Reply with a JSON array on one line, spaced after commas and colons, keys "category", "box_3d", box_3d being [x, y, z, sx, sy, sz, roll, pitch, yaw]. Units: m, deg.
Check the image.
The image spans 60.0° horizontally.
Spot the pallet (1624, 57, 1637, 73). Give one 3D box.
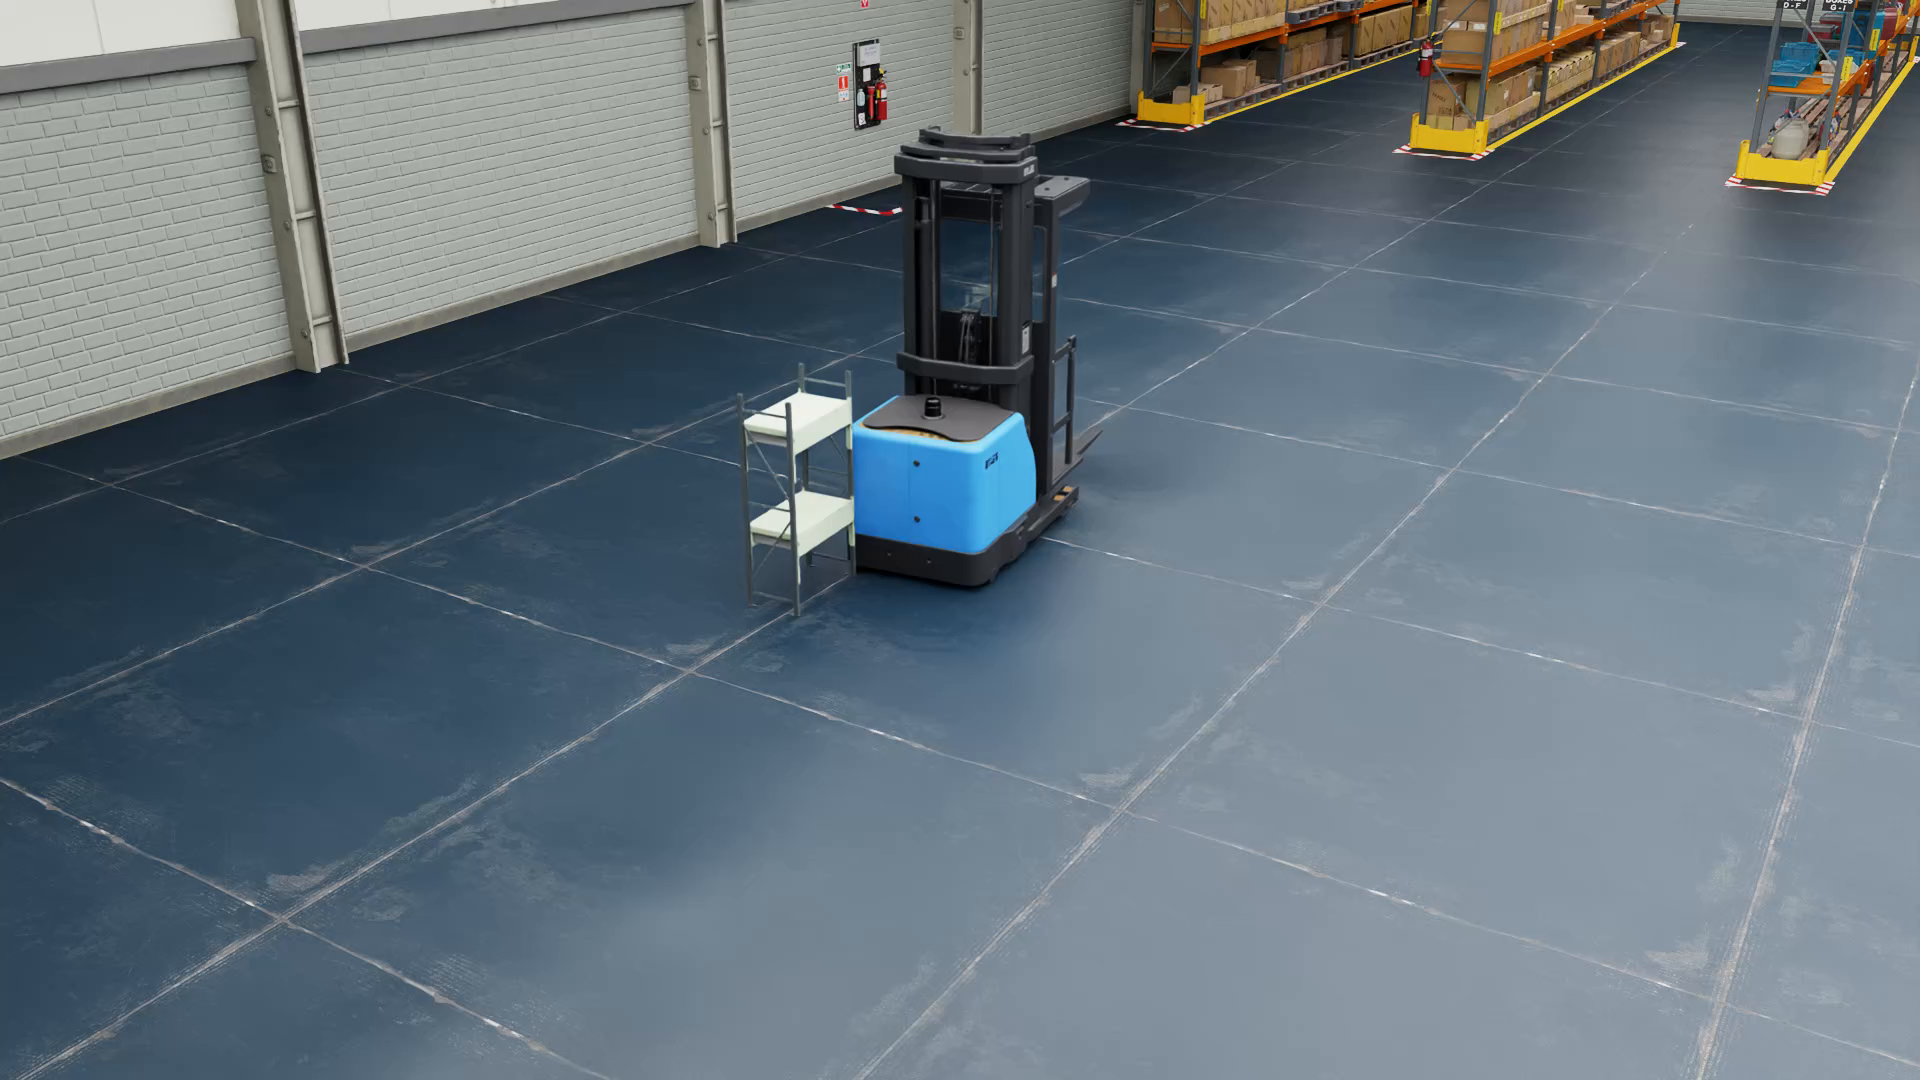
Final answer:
[{"category": "pallet", "box_3d": [13.803, -10.184, 35.509, 1.003, 0.211, 1.213, 14, 27, 29]}]

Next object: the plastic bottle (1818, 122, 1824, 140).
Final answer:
[{"category": "plastic bottle", "box_3d": [13.640, -6.479, 26.305, 0.061, 0.283, 0.133, 14, 27, 29]}]

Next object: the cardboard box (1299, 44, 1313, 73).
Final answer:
[{"category": "cardboard box", "box_3d": [6.678, -9.738, 33.562, 0.700, 0.500, 0.500, 14, 27, 30]}]

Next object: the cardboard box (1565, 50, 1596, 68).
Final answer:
[{"category": "cardboard box", "box_3d": [12.023, -9.356, 32.312, 0.500, 0.311, 0.500, 15, 27, 30]}]

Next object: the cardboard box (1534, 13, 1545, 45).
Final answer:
[{"category": "cardboard box", "box_3d": [9.752, -8.941, 29.001, 0.700, 0.500, 0.500, 13, 27, 28]}]

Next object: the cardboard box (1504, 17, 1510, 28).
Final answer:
[{"category": "cardboard box", "box_3d": [8.665, -8.385, 26.901, 0.380, 0.149, 0.250, 13, 27, 28]}]

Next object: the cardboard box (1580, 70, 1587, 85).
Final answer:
[{"category": "cardboard box", "box_3d": [11.751, -8.923, 32.020, 0.500, 0.250, 0.500, 14, 27, 28]}]

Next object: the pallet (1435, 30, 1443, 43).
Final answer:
[{"category": "pallet", "box_3d": [11.100, -12.157, 40.066, 1.003, 0.211, 1.213, 14, 27, 29]}]

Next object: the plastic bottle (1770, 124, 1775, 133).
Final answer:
[{"category": "plastic bottle", "box_3d": [12.719, -6.367, 26.047, 0.061, 0.283, 0.133, 15, 27, 30]}]

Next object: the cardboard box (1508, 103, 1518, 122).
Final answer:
[{"category": "cardboard box", "box_3d": [9.135, -7.267, 28.193, 0.500, 0.250, 0.500, 14, 27, 29]}]

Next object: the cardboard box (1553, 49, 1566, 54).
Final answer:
[{"category": "cardboard box", "box_3d": [11.565, -9.469, 32.574, 0.500, 0.311, 0.500, 15, 28, 31]}]

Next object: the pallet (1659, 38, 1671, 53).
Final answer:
[{"category": "pallet", "box_3d": [15.851, -11.521, 38.599, 1.003, 0.211, 1.213, 14, 27, 29]}]

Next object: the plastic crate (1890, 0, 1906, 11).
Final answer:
[{"category": "plastic crate", "box_3d": [19.091, -11.012, 33.757, 0.402, 0.464, 0.583, 14, 27, 29]}]

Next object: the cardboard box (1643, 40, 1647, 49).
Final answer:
[{"category": "cardboard box", "box_3d": [15.053, -11.038, 36.984, 0.380, 0.166, 0.250, 14, 27, 29]}]

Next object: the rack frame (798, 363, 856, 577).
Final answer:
[{"category": "rack frame", "box_3d": [-0.909, -0.469, 11.445, 0.400, 1.500, 0.023, 12, 26, 25]}]

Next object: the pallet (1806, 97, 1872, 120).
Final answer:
[{"category": "pallet", "box_3d": [15.855, -7.824, 30.057, 1.003, 0.211, 1.213, 14, 27, 29]}]

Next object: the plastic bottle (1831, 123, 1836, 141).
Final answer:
[{"category": "plastic bottle", "box_3d": [13.731, -6.453, 26.255, 0.152, 0.276, 0.135, 14, 27, 30]}]

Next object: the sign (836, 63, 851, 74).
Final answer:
[{"category": "sign", "box_3d": [-1.576, -6.393, 22.531, 0.001, 0.109, 0.331, 14, 27, 29]}]

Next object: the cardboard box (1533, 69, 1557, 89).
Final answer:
[{"category": "cardboard box", "box_3d": [10.410, -8.321, 29.923, 0.500, 0.311, 0.500, 14, 27, 29]}]

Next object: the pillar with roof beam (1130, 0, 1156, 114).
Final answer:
[{"category": "pillar with roof beam", "box_3d": [6.952, -11.001, 26.335, 9.100, 9.000, 0.400, 14, 27, 29]}]

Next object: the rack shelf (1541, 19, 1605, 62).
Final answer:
[{"category": "rack shelf", "box_3d": [11.035, -9.391, 31.072, 1.077, 0.370, 4.000, 14, 27, 29]}]

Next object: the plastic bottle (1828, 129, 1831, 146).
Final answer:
[{"category": "plastic bottle", "box_3d": [13.433, -6.231, 25.733, 0.061, 0.283, 0.133, 14, 27, 30]}]

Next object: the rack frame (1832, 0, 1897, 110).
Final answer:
[{"category": "rack frame", "box_3d": [16.297, -9.357, 30.088, 1.000, 3.000, 0.127, 14, 27, 29]}]

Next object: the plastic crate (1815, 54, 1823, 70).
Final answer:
[{"category": "plastic crate", "box_3d": [13.231, -7.510, 26.090, 0.450, 0.188, 0.662, 14, 27, 29]}]

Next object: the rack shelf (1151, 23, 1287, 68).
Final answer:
[{"category": "rack shelf", "box_3d": [4.715, -9.078, 30.349, 1.077, 0.370, 4.000, 14, 27, 29]}]

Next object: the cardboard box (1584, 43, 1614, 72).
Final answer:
[{"category": "cardboard box", "box_3d": [12.845, -9.722, 33.525, 0.500, 0.500, 0.500, 13, 27, 27]}]

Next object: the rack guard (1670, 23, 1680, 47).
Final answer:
[{"category": "rack guard", "box_3d": [16.270, -11.923, 39.163, 1.175, 0.500, 0.348, 14, 27, 29]}]

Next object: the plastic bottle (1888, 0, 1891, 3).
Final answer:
[{"category": "plastic bottle", "box_3d": [18.077, -10.335, 32.411, 0.144, 0.351, 0.185, 14, 27, 29]}]

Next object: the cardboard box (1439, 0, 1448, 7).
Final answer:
[{"category": "cardboard box", "box_3d": [11.769, -13.051, 40.423, 0.380, 0.149, 0.250, 15, 27, 30]}]

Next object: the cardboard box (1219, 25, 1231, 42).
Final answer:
[{"category": "cardboard box", "box_3d": [4.449, -8.949, 29.311, 0.500, 0.250, 0.500, 13, 27, 27]}]

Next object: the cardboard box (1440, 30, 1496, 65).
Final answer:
[{"category": "cardboard box", "box_3d": [8.128, -7.897, 26.589, 0.700, 0.500, 0.500, 14, 27, 29]}]

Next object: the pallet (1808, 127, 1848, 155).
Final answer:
[{"category": "pallet", "box_3d": [13.797, -6.509, 27.020, 1.003, 0.211, 1.213, 14, 27, 29]}]

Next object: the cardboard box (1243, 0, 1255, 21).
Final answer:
[{"category": "cardboard box", "box_3d": [4.976, -9.630, 29.939, 0.500, 0.500, 0.500, 15, 27, 31]}]

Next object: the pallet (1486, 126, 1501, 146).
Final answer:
[{"category": "pallet", "box_3d": [8.238, -6.683, 27.422, 1.003, 0.211, 1.213, 14, 27, 29]}]

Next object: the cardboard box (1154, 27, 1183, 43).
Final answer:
[{"category": "cardboard box", "box_3d": [3.742, -8.871, 29.131, 0.500, 0.250, 0.500, 14, 27, 30]}]

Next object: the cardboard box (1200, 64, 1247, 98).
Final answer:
[{"category": "cardboard box", "box_3d": [4.832, -8.432, 30.544, 0.700, 0.500, 0.500, 12, 26, 26]}]

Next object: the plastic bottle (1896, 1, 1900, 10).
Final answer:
[{"category": "plastic bottle", "box_3d": [18.102, -10.243, 32.197, 0.144, 0.351, 0.185, 14, 27, 29]}]

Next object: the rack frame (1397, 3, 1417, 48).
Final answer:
[{"category": "rack frame", "box_3d": [9.990, -12.783, 38.002, 1.000, 3.000, 0.127, 14, 27, 29]}]

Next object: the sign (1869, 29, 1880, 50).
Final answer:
[{"category": "sign", "box_3d": [14.648, -8.015, 26.639, 0.100, 0.325, 0.005, 14, 27, 29]}]

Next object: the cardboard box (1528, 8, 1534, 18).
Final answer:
[{"category": "cardboard box", "box_3d": [9.481, -8.910, 28.113, 0.380, 0.149, 0.250, 14, 27, 29]}]

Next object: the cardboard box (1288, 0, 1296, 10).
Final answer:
[{"category": "cardboard box", "box_3d": [6.067, -10.495, 32.038, 0.700, 0.500, 0.500, 14, 27, 29]}]

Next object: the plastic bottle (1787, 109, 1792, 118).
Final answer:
[{"category": "plastic bottle", "box_3d": [13.408, -6.807, 26.980, 0.144, 0.351, 0.185, 15, 27, 30]}]

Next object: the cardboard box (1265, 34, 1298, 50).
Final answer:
[{"category": "cardboard box", "box_3d": [6.374, -9.883, 32.952, 0.500, 0.250, 0.500, 13, 27, 28]}]

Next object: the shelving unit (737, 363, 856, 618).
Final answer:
[{"category": "shelving unit", "box_3d": [-1.077, -0.340, 11.146, 0.431, 1.500, 0.755, 12, 26, 25]}]

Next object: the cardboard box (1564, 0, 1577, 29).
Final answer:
[{"category": "cardboard box", "box_3d": [11.219, -9.872, 31.153, 0.500, 0.500, 0.500, 12, 26, 26]}]

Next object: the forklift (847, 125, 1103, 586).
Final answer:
[{"category": "forklift", "box_3d": [0.270, -1.584, 12.220, 1.130, 2.935, 3.031, 10, 25, 22]}]

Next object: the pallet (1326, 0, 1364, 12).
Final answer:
[{"category": "pallet", "box_3d": [7.595, -11.082, 34.315, 1.213, 0.211, 1.003, 14, 27, 29]}]

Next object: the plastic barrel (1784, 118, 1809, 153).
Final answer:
[{"category": "plastic barrel", "box_3d": [12.623, -6.115, 25.202, 0.421, 0.512, 0.421, 0, 23, 0]}]

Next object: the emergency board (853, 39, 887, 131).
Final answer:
[{"category": "emergency board", "box_3d": [-1.206, -6.299, 23.025, 0.194, 1.169, 0.643, 14, 27, 29]}]

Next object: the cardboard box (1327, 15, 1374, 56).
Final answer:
[{"category": "cardboard box", "box_3d": [8.379, -10.860, 35.737, 0.750, 0.750, 0.750, 13, 27, 28]}]

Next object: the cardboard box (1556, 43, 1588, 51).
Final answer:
[{"category": "cardboard box", "box_3d": [12.384, -9.816, 33.741, 0.500, 0.500, 0.500, 15, 28, 31]}]

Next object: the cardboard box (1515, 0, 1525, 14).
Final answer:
[{"category": "cardboard box", "box_3d": [8.958, -9.028, 27.570, 0.700, 0.500, 0.500, 14, 27, 29]}]

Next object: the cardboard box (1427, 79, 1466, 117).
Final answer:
[{"category": "cardboard box", "box_3d": [7.901, -7.214, 27.127, 0.500, 0.500, 0.500, 14, 27, 29]}]
